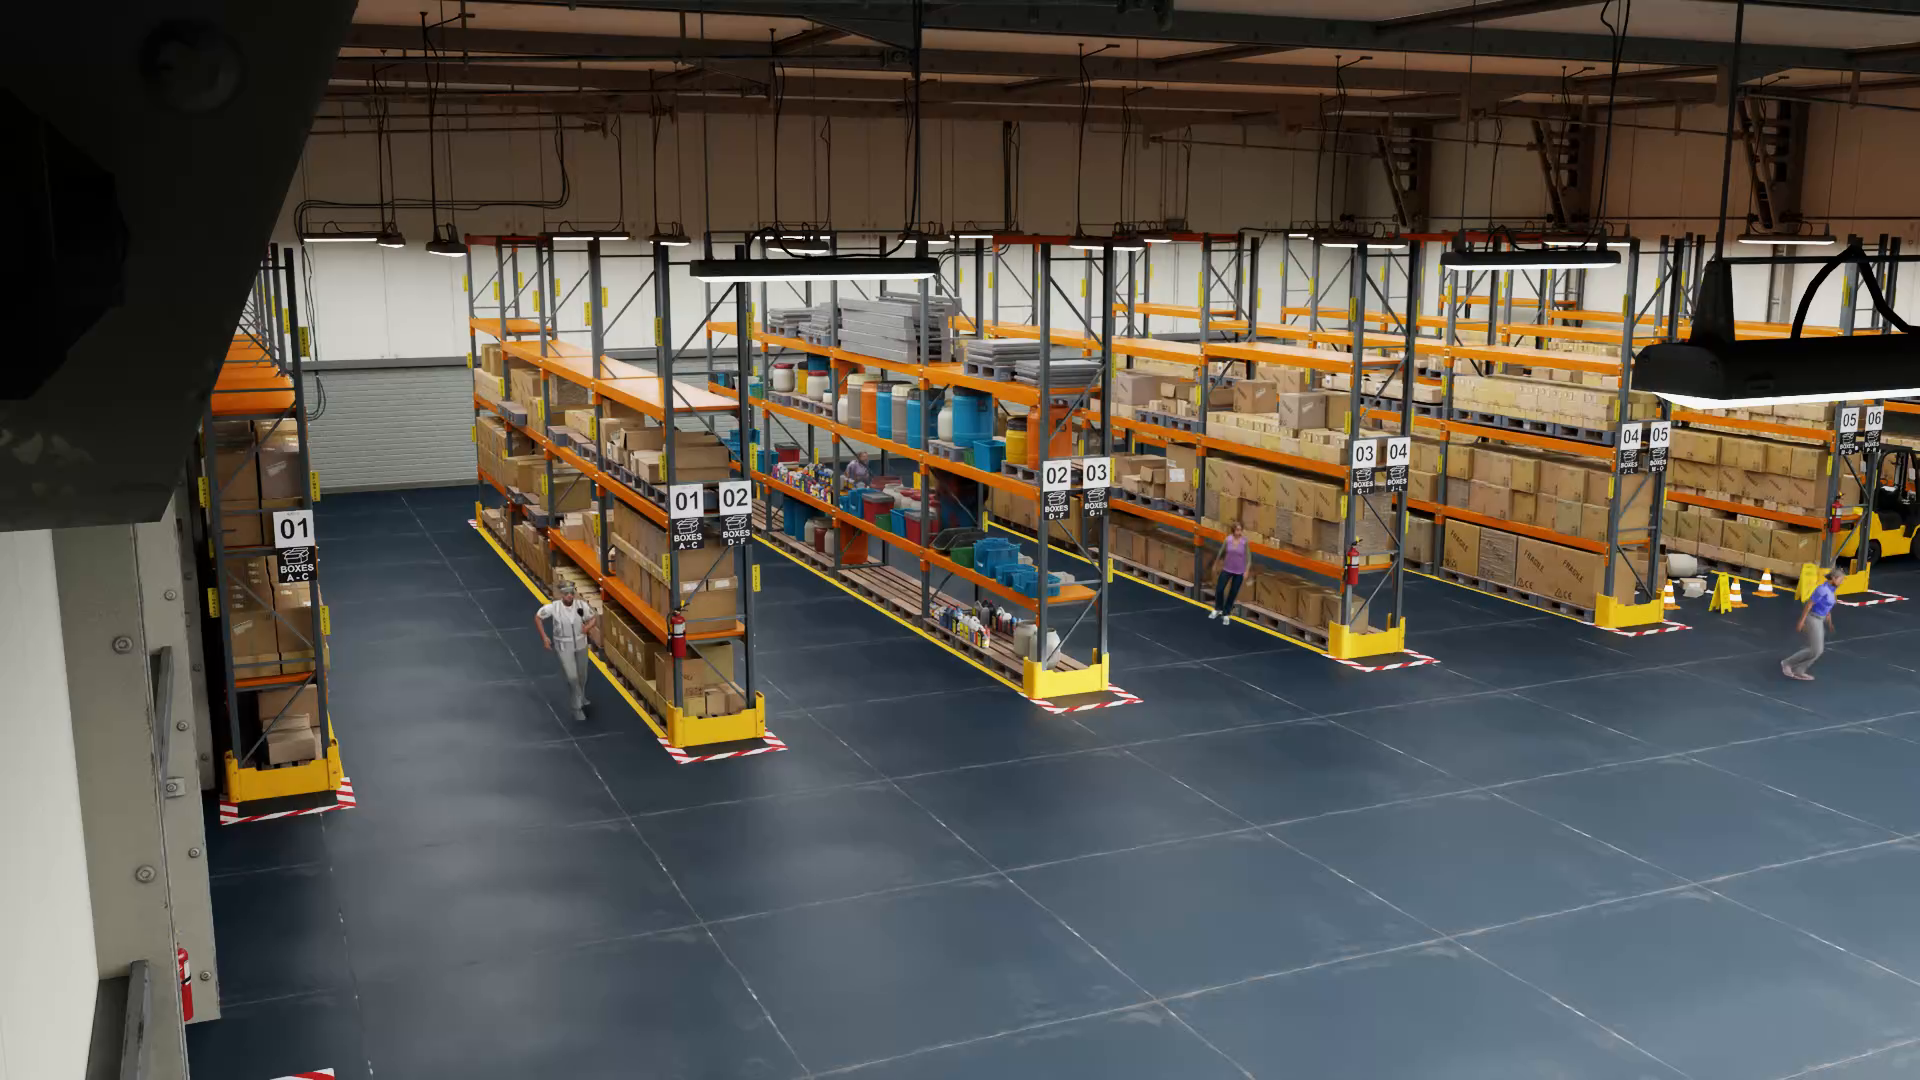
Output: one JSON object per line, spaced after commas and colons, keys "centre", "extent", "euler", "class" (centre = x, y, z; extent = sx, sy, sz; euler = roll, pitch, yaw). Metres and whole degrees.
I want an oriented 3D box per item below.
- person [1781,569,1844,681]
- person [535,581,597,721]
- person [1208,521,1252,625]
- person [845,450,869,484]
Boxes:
{"centre": [11.772, 1.164, 22.966], "extent": [0.601, 1.572, 0.712], "euler": [10, 15, 42], "class": "person"}
{"centre": [-5.025, 1.406, 21.352], "extent": [0.762, 1.848, 0.730], "euler": [-6, 13, -28], "class": "person"}
{"centre": [4.075, 0.491, 25.065], "extent": [0.635, 1.598, 0.416], "euler": [3, 11, 15], "class": "person"}
{"centre": [-2.215, -1.117, 34.883], "extent": [0.629, 1.613, 0.955], "euler": [-9, 14, -40], "class": "person"}
